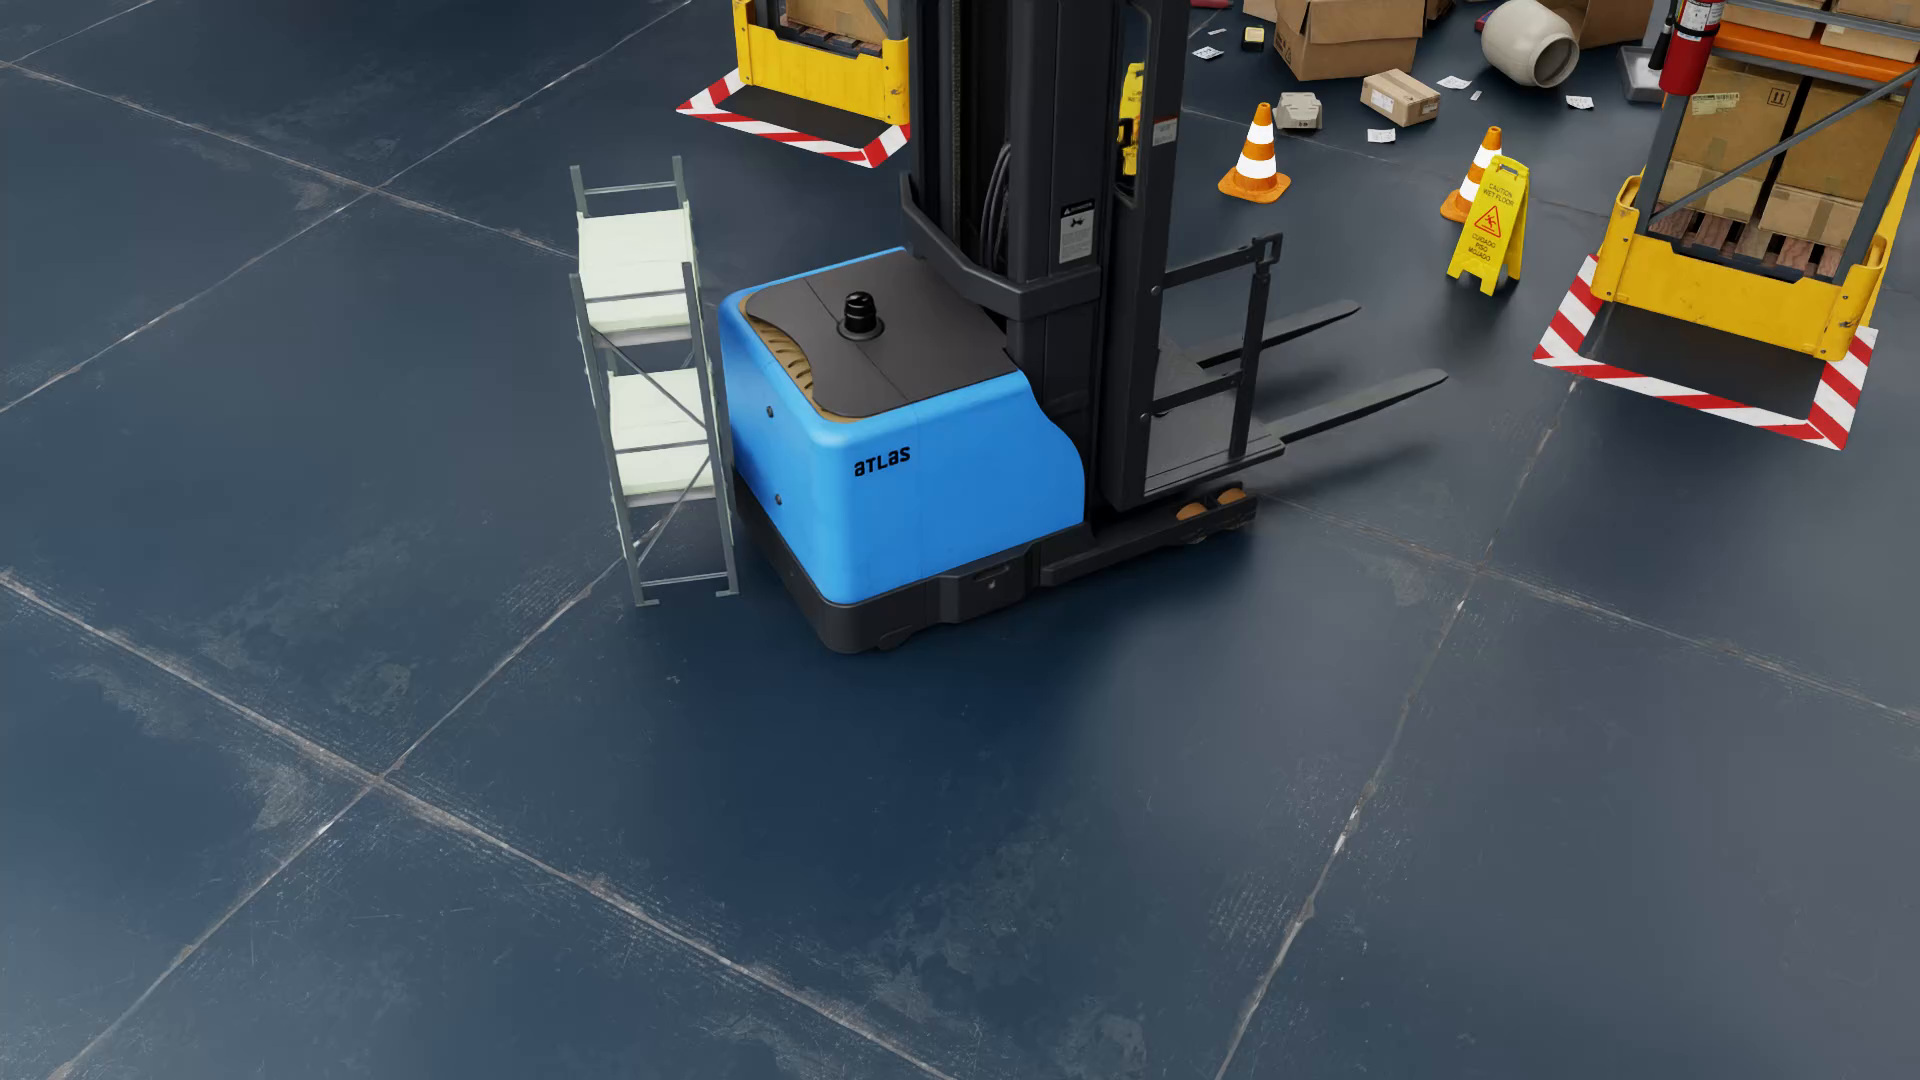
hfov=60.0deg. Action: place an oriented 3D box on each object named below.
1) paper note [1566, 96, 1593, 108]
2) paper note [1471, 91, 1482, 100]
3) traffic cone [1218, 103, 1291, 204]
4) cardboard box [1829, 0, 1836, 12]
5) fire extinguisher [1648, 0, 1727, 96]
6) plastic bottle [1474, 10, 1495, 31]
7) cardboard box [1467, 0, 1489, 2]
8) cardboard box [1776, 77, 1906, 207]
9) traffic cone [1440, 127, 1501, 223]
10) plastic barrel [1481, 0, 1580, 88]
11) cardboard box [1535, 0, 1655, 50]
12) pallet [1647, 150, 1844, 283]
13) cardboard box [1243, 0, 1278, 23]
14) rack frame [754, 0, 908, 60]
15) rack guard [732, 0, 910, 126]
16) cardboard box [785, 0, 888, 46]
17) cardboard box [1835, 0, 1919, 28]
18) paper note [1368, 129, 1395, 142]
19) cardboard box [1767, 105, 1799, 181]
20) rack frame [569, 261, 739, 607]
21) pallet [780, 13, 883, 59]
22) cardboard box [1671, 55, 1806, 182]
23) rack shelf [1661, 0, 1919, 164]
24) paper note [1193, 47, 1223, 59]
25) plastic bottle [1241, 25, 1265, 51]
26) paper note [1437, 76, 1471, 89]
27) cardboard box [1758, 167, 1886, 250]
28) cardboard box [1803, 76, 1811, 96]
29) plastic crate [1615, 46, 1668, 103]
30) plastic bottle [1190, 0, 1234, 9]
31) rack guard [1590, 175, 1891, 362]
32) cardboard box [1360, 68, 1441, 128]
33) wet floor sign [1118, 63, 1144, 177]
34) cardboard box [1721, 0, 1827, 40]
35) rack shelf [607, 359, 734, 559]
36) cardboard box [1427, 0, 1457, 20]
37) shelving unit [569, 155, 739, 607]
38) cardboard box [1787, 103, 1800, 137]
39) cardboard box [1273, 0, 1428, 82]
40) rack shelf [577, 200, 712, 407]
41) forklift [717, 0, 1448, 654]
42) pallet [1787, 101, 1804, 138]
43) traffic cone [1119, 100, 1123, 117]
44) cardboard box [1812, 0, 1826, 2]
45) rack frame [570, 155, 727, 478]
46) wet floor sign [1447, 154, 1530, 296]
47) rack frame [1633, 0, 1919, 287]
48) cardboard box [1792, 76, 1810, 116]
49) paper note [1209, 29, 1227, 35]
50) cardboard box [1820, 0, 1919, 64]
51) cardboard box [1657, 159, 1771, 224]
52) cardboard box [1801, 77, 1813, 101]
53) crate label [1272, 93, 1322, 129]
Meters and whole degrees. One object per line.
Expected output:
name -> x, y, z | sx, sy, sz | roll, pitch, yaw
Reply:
paper note -> 3.583, -2.537, 9.607 | 0.142, 0.019, 0.148 | 7, 42, 8
paper note -> 3.006, -2.589, 9.682 | 0.032, 0.001, 0.123 | 21, 45, 22
traffic cone -> 1.577, -2.075, 8.757 | 0.336, 0.463, 0.334 | 21, 45, 22
cardboard box -> 4.073, -2.363, 7.354 | 0.380, 0.149, 0.250 | 22, 46, 23
fire extinguisher -> 3.154, -2.240, 7.083 | 0.296, 0.674, 0.183 | 21, 45, 22
plastic bottle -> 3.342, -3.250, 10.394 | 0.133, 0.061, 0.283 | 29, 49, 29
cardboard box -> 3.346, -3.689, 10.738 | 0.258, 0.266, 0.396 | -7, 42, -7
cardboard box -> 4.264, -1.973, 7.917 | 0.500, 0.500, 0.500 | 19, 45, 21
traffic cone -> 2.708, -1.903, 8.561 | 0.336, 0.463, 0.334 | 21, 45, 22
plastic barrel -> 3.333, -2.898, 9.721 | 0.421, 0.421, 0.512 | -14, 43, -15
cardboard box -> 3.897, -3.371, 10.198 | 0.500, 0.500, 0.500 | -14, 43, -15
pallet -> 4.085, -1.632, 8.444 | 1.003, 0.211, 1.213 | 21, 45, 22
cardboard box -> 2.010, -3.432, 10.446 | 0.396, 0.266, 0.258 | 29, 49, 29
rack frame -> -0.726, -3.762, 8.752 | 1.000, 3.000, 0.127 | 21, 45, 22
rack guard -> -0.738, -2.810, 9.562 | 1.175, 0.500, 0.348 | 21, 45, 22
cardboard box -> -0.444, -3.532, 9.781 | 0.875, 0.875, 0.875 | 21, 46, 22
cardboard box -> 4.087, -2.511, 7.031 | 0.500, 0.500, 0.500 | 20, 45, 21
paper note -> 2.360, -2.267, 9.301 | 0.148, 0.019, 0.142 | 7, 42, 8
cardboard box -> 4.047, -2.153, 8.688 | 0.500, 0.250, 0.500 | 21, 46, 22
rack frame -> -1.075, -0.332, 5.986 | 0.400, 1.500, 0.023 | -7, 42, -7
pallet -> -0.394, -3.198, 10.222 | 1.003, 0.211, 1.213 | 21, 45, 22
cardboard box -> 3.785, -2.134, 8.099 | 0.500, 0.500, 0.500 | 21, 46, 22
rack shelf -> 4.611, -3.057, 8.496 | 1.077, 0.370, 4.000 | 21, 45, 22
paper note -> 1.507, -2.959, 10.088 | 0.142, 0.017, 0.144 | -29, 49, -29
plastic bottle -> 1.803, -3.093, 10.216 | 0.133, 0.061, 0.283 | 7, 42, 8
paper note -> 2.914, -2.699, 9.801 | 0.142, 0.019, 0.148 | -29, 49, -29
cardboard box -> 4.253, -1.678, 8.149 | 0.500, 0.250, 0.500 | 21, 45, 22
cardboard box -> 4.302, -2.720, 8.765 | 0.500, 0.500, 0.500 | 20, 45, 21
plastic crate -> 4.116, -2.748, 9.810 | 0.402, 0.080, 0.583 | 7, 42, 8
plastic bottle -> 1.606, -3.447, 10.618 | 0.283, 0.061, 0.133 | 7, 42, 8
rack guard -> 3.648, -1.288, 7.834 | 1.175, 0.500, 0.348 | 21, 45, 22
cardboard box -> 2.517, -2.530, 9.510 | 0.250, 0.149, 0.380 | -21, 45, -22
wet floor sign -> 0.973, -2.207, 8.767 | 0.267, 0.644, 0.232 | 14, 43, 15
cardboard box -> 3.612, -2.373, 7.365 | 0.380, 0.149, 0.250 | 22, 46, 23
rack shelf -> -1.132, -0.326, 6.473 | 0.431, 0.370, 0.720 | -7, 42, -7
cardboard box -> 2.758, -3.677, 10.441 | 0.797, 0.637, 0.503 | 21, 45, 22
shelving unit -> -1.137, -0.571, 6.257 | 0.431, 1.500, 0.755 | -7, 42, -7
cardboard box -> 4.305, -2.455, 9.030 | 0.500, 0.250, 0.500 | 19, 45, 21
cardboard box -> 2.297, -3.088, 9.876 | 0.797, 0.503, 0.637 | -7, 42, -7
rack shelf -> -1.144, -0.863, 5.998 | 0.431, 0.370, 0.720 | -7, 42, -7
forklift -> 0.631, -1.374, 6.092 | 3.031, 2.935, 1.130 | -19, 45, -21
pallet -> 4.696, -2.328, 9.234 | 1.003, 0.211, 1.213 | 21, 45, 22
traffic cone -> 0.769, -2.644, 9.402 | 0.336, 0.463, 0.334 | 21, 45, 22
cardboard box -> 3.643, -2.733, 7.283 | 0.500, 0.500, 0.500 | 20, 45, 21
rack frame -> -1.199, -0.809, 6.528 | 0.400, 1.500, 0.023 | -7, 42, -7
wet floor sign -> 2.588, -1.544, 8.015 | 0.232, 0.644, 0.267 | -29, 49, -29
rack frame -> 3.610, -2.182, 6.958 | 1.000, 3.000, 0.127 | 21, 45, 22
cardboard box -> 4.043, -2.434, 8.439 | 0.500, 0.500, 0.500 | 23, 46, 24
paper note -> 1.598, -3.157, 10.328 | 0.123, 0.001, 0.032 | -21, 45, -22
cardboard box -> 3.959, -2.214, 7.184 | 0.380, 0.149, 0.250 | 21, 46, 22
cardboard box -> 3.793, -1.873, 8.370 | 0.500, 0.250, 0.500 | 21, 45, 22
cardboard box -> 4.562, -2.735, 9.349 | 0.500, 0.250, 0.500 | 20, 45, 22
crate label -> 1.917, -2.424, 9.398 | 0.250, 0.136, 0.298 | 0, 41, 0
